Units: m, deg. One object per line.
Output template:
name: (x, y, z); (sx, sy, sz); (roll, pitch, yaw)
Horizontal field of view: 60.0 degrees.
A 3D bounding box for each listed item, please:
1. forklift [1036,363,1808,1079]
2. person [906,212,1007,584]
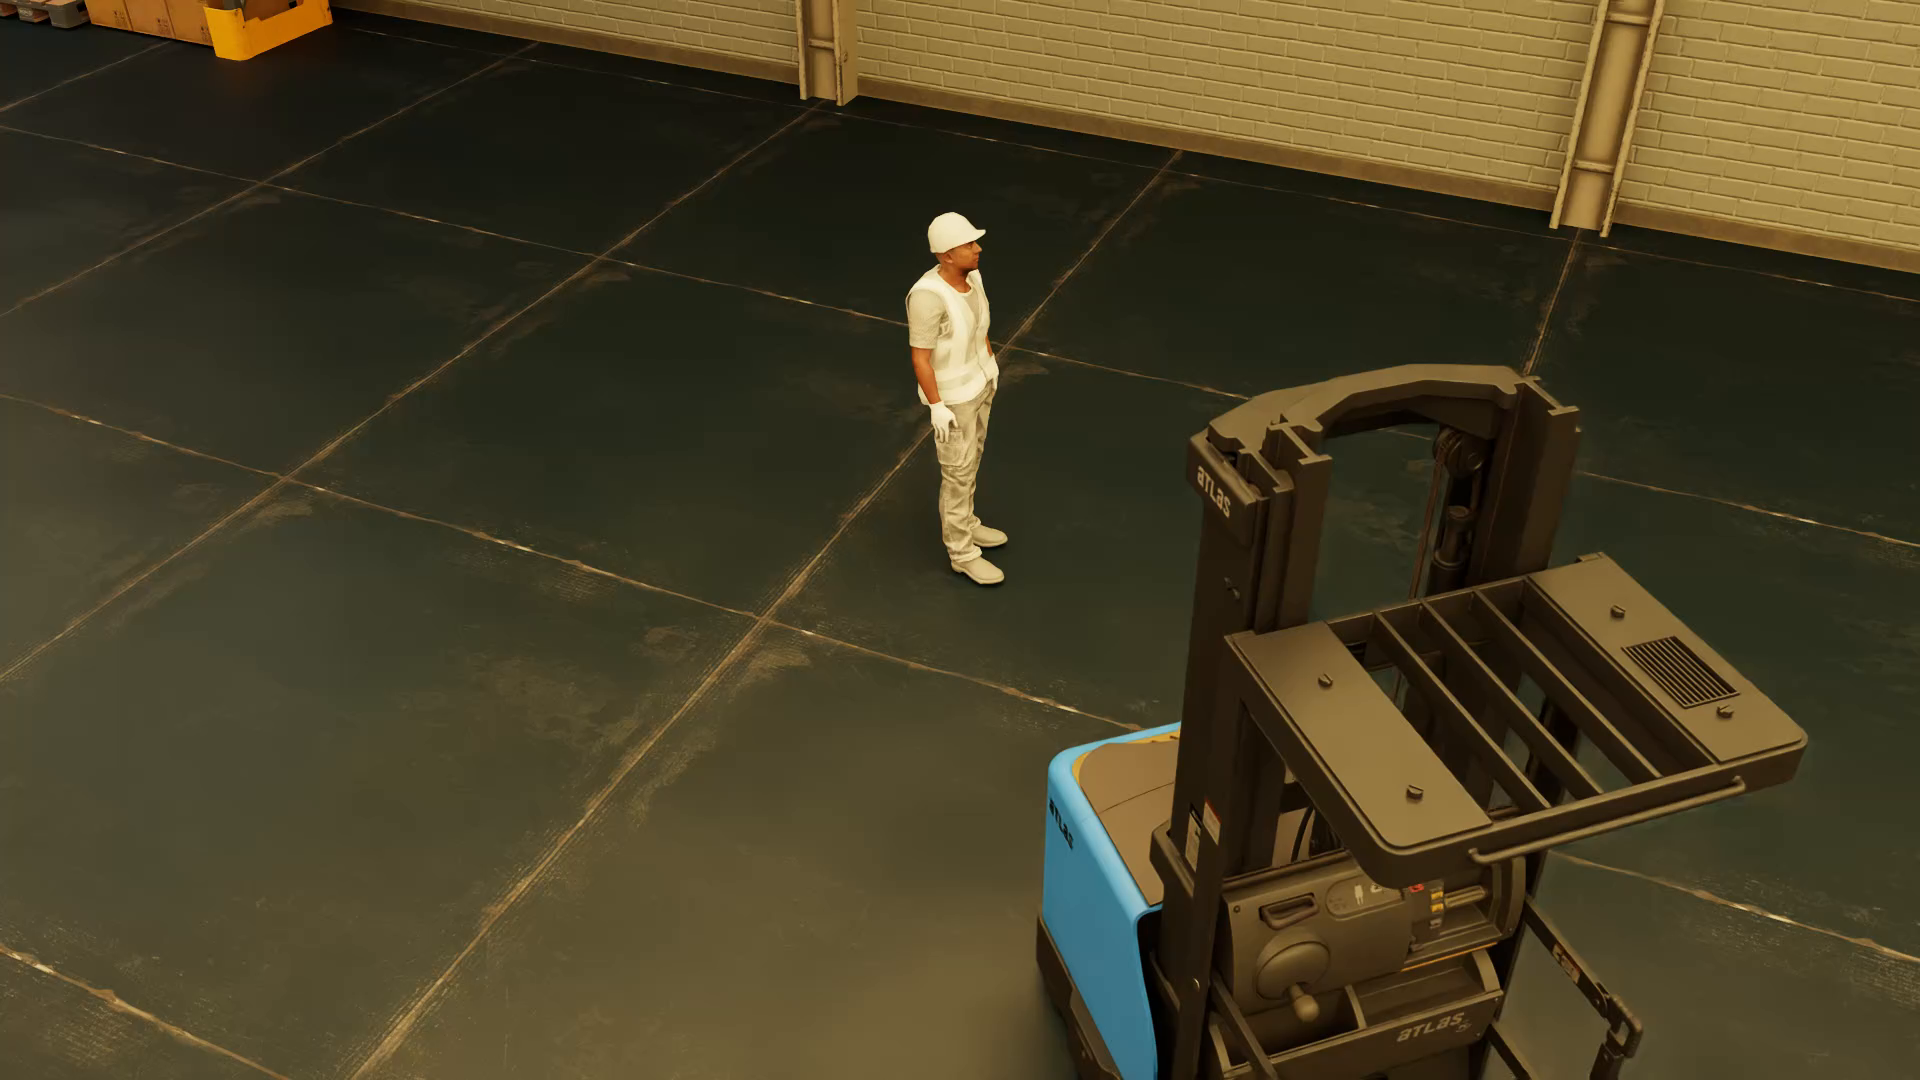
forklift: (1.245, 1.133, 4.499); (1.130, 2.935, 3.031); (-11, 37, -15)
person: (0.063, -0.710, 8.059); (0.575, 1.784, 0.656); (15, 38, 20)
